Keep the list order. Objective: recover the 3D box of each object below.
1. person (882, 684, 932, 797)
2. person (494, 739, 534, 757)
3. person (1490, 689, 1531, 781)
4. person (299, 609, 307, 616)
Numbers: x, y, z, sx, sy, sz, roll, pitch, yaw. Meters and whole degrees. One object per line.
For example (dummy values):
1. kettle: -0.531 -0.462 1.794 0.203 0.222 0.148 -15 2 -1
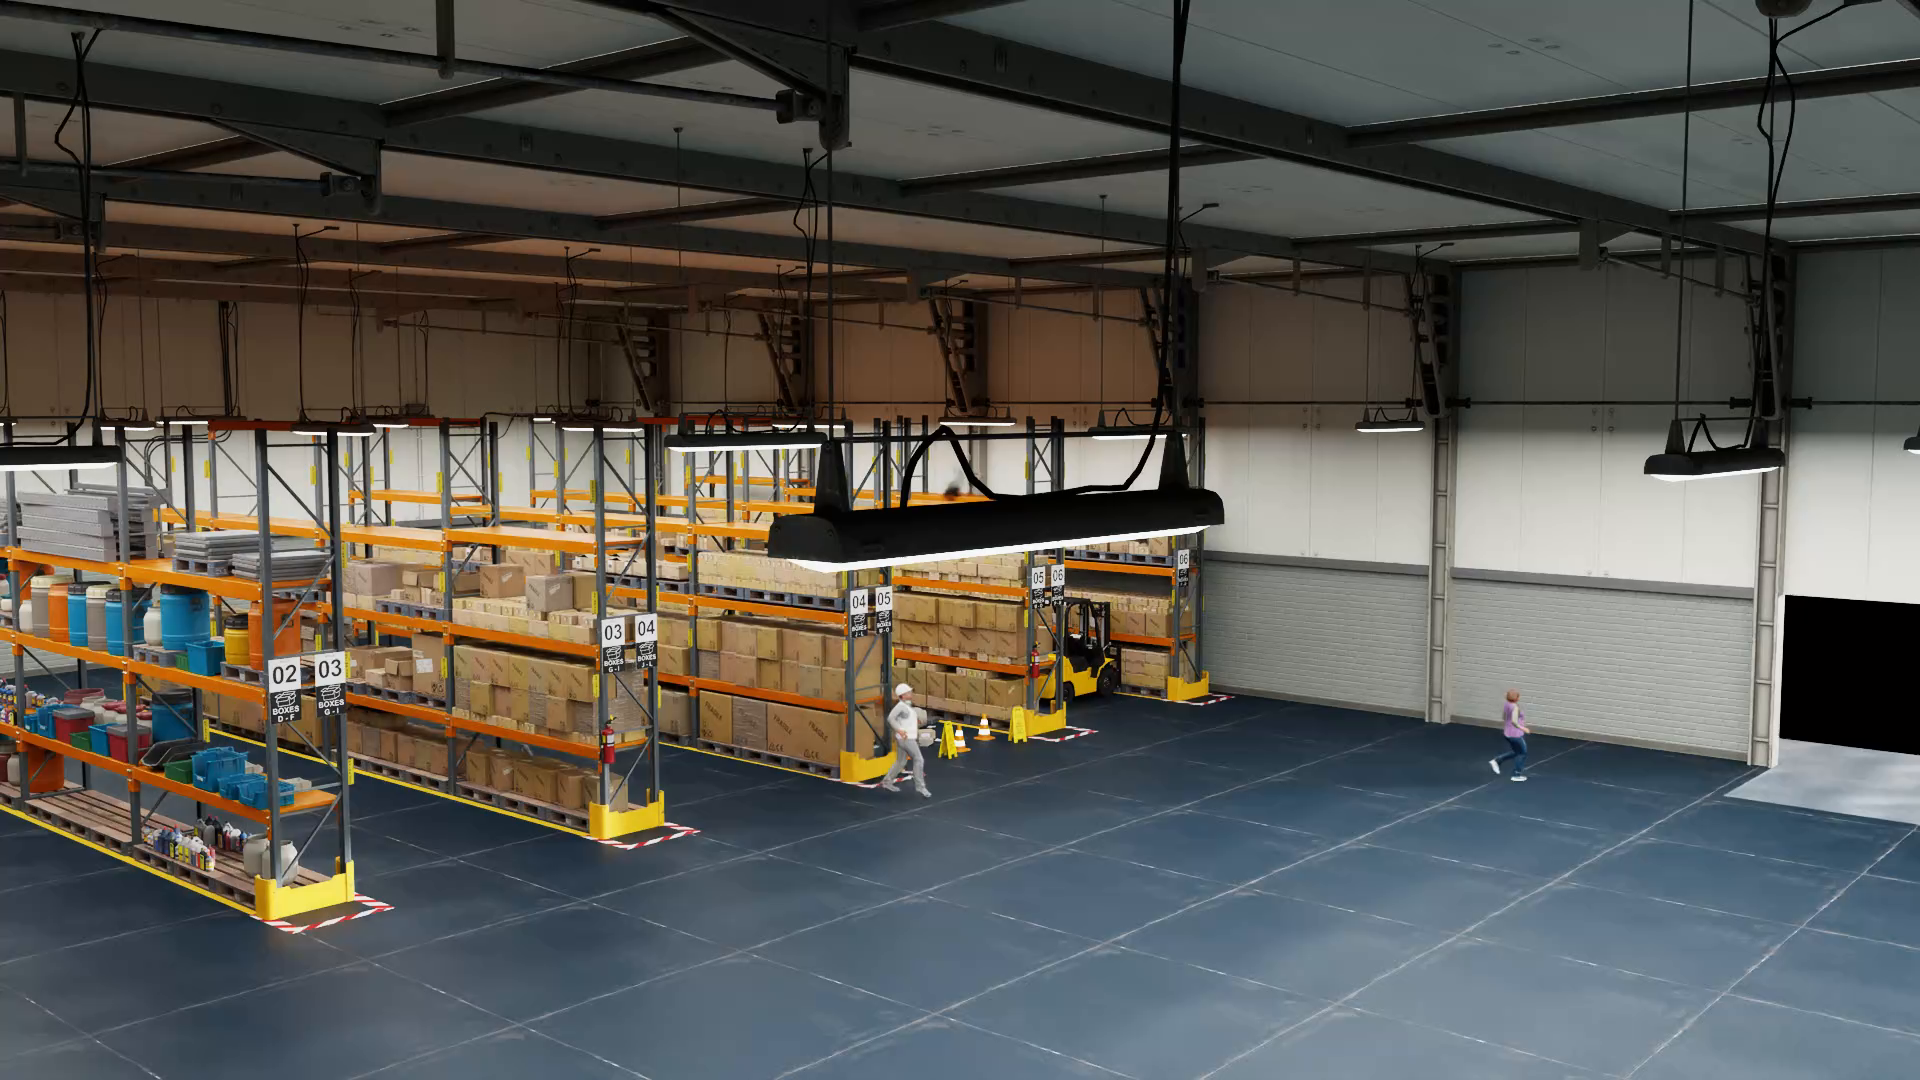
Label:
1. person: -0.865 3.222 26.812 0.807 1.813 0.690 -1 5 -6
2. person: -8.004 3.006 29.827 0.938 1.688 0.621 4 6 41
3. person: 9.189 3.253 27.714 0.601 1.549 0.538 0 5 -6
4. person: -14.720 2.388 37.177 0.774 1.791 0.724 -1 5 -9
